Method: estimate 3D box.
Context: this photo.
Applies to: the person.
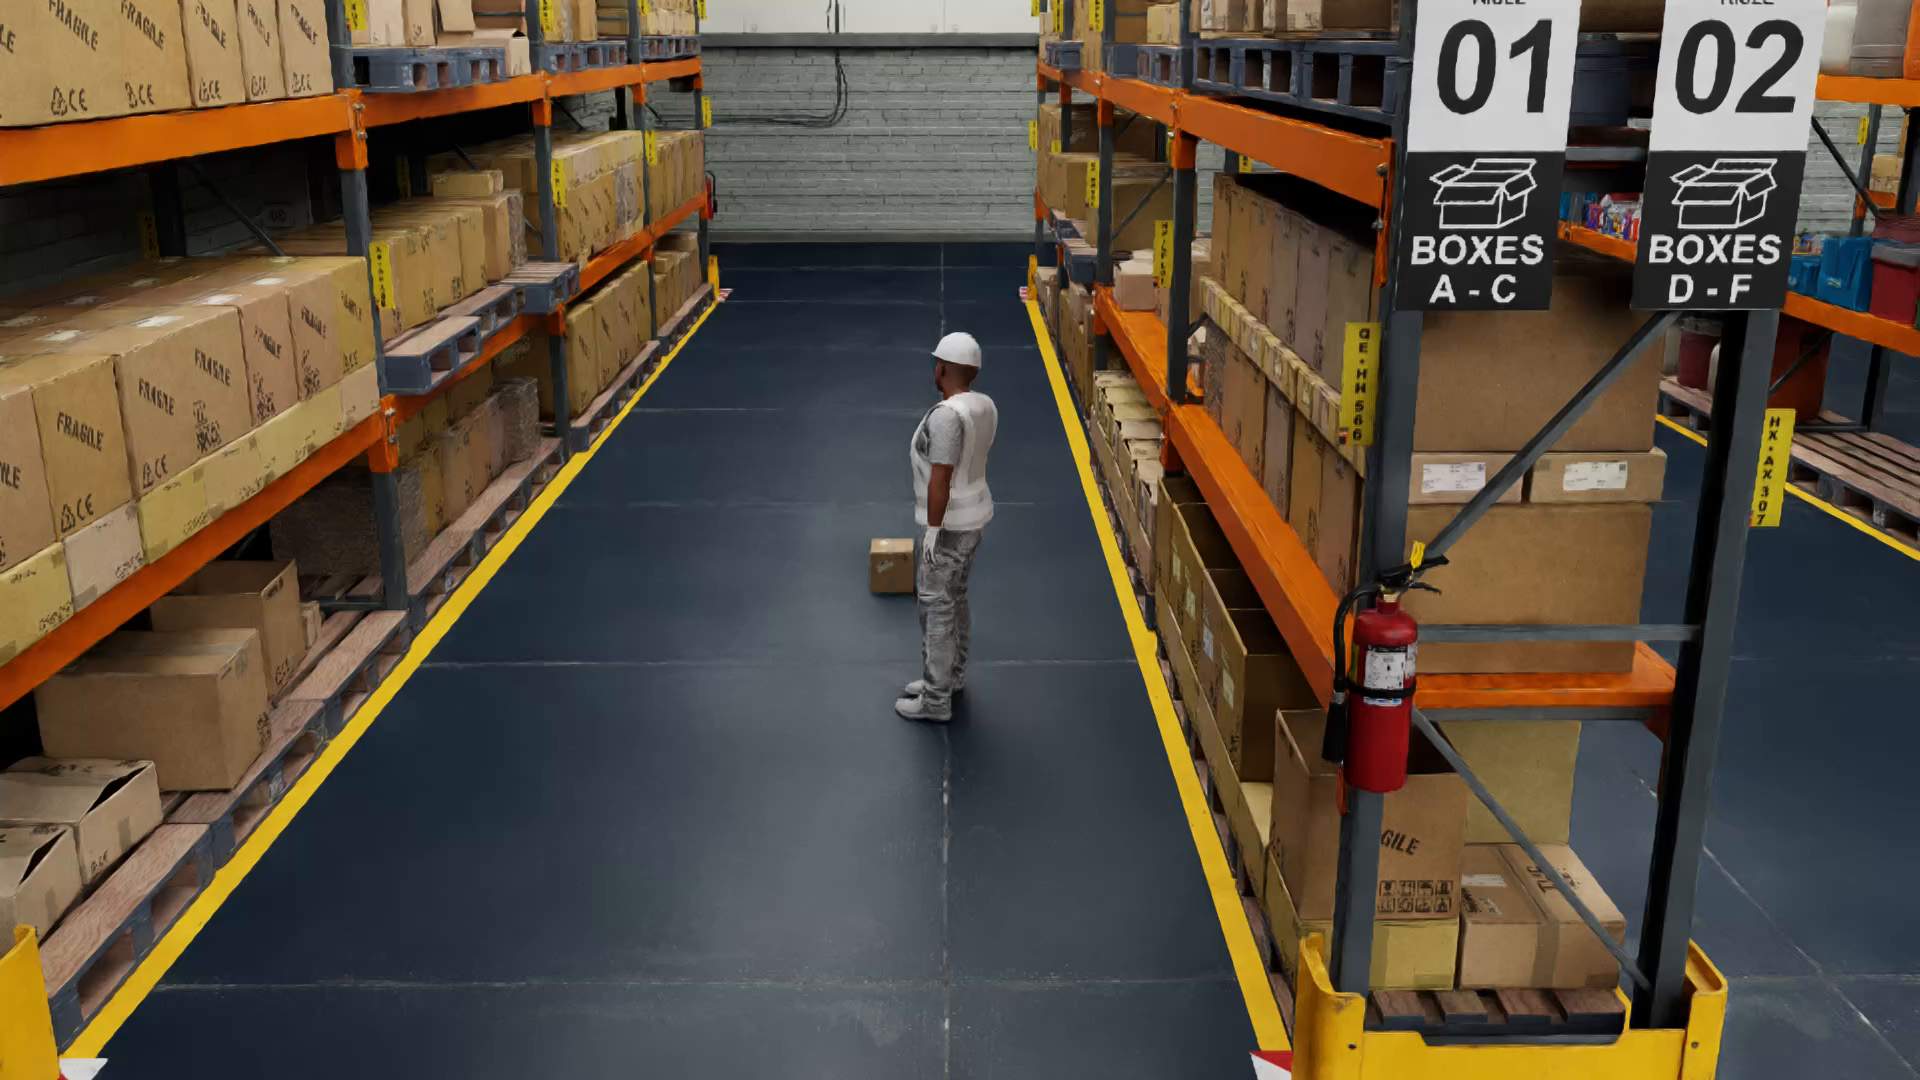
[{"bbox_3d":[-0.066,-0.076,7.767,0.415,1.783,0.629,5,18,17],"label":"person"}]
